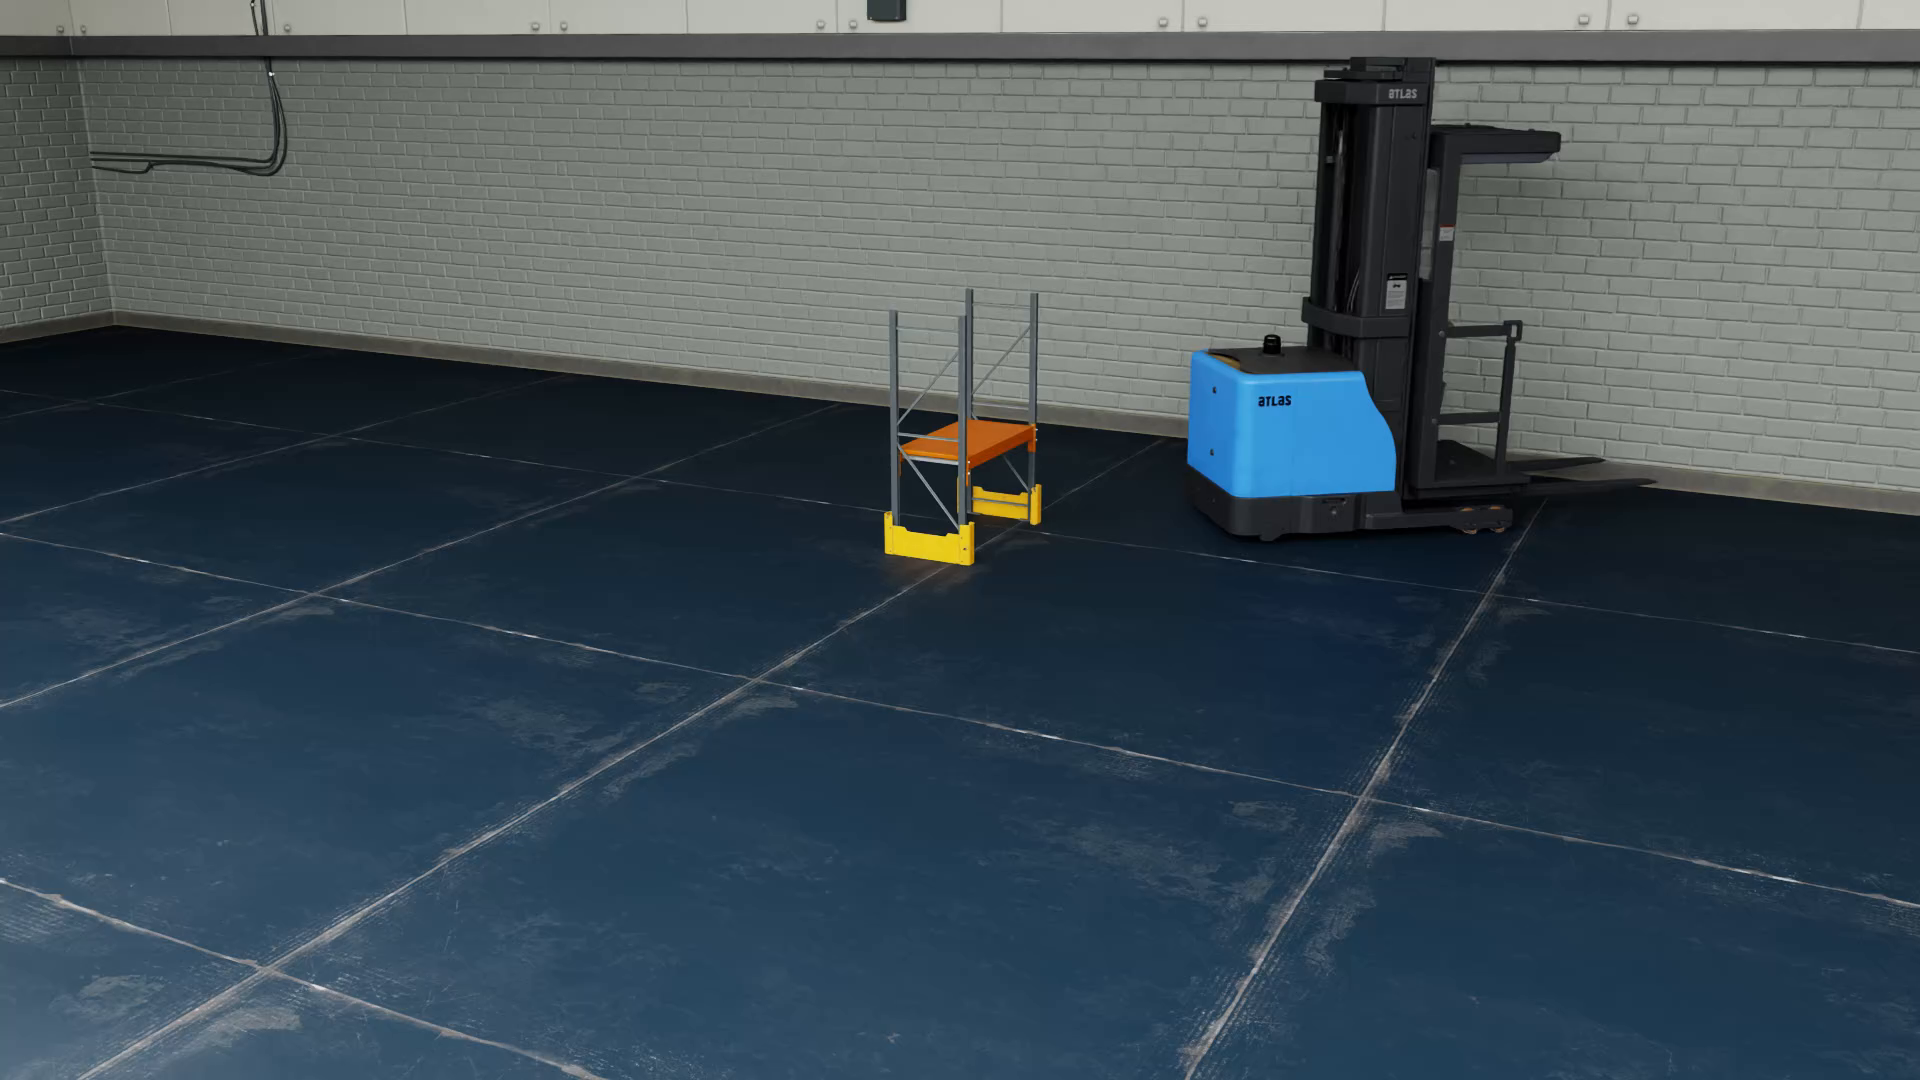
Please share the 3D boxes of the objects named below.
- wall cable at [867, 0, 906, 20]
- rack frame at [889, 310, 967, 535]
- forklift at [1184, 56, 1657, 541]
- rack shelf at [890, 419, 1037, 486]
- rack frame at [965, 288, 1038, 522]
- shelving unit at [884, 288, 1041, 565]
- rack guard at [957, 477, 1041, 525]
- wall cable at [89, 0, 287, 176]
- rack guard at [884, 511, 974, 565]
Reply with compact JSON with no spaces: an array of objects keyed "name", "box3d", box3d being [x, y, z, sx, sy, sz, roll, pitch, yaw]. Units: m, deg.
[{"name":"wall cable","box3d":[0.295,-6.955,12.164,2.305,6.003,0.169,8,18,25]},{"name":"rack frame","box3d":[-0.189,-0.611,9.948,0.500,1.500,0.032,8,18,25]},{"name":"forklift","box3d":[3.082,-1.587,10.719,3.031,2.935,1.130,-3,17,-11]},{"name":"rack shelf","box3d":[0.038,-0.568,10.435,0.538,0.185,1.000,8,18,25]},{"name":"rack frame","box3d":[0.265,-0.870,10.820,0.500,1.500,0.032,8,18,25]},{"name":"shelving unit","box3d":[0.034,-0.738,10.376,0.587,1.500,1.083,8,18,25]},{"name":"rack guard","box3d":[0.257,-0.266,10.981,0.587,0.250,0.087,8,18,25]},{"name":"wall cable","box3d":[-8.191,-5.048,17.171,3.097,2.526,0.112,8,18,25]},{"name":"rack guard","box3d":[-0.188,-0.012,10.127,0.587,0.250,0.087,8,18,25]}]
